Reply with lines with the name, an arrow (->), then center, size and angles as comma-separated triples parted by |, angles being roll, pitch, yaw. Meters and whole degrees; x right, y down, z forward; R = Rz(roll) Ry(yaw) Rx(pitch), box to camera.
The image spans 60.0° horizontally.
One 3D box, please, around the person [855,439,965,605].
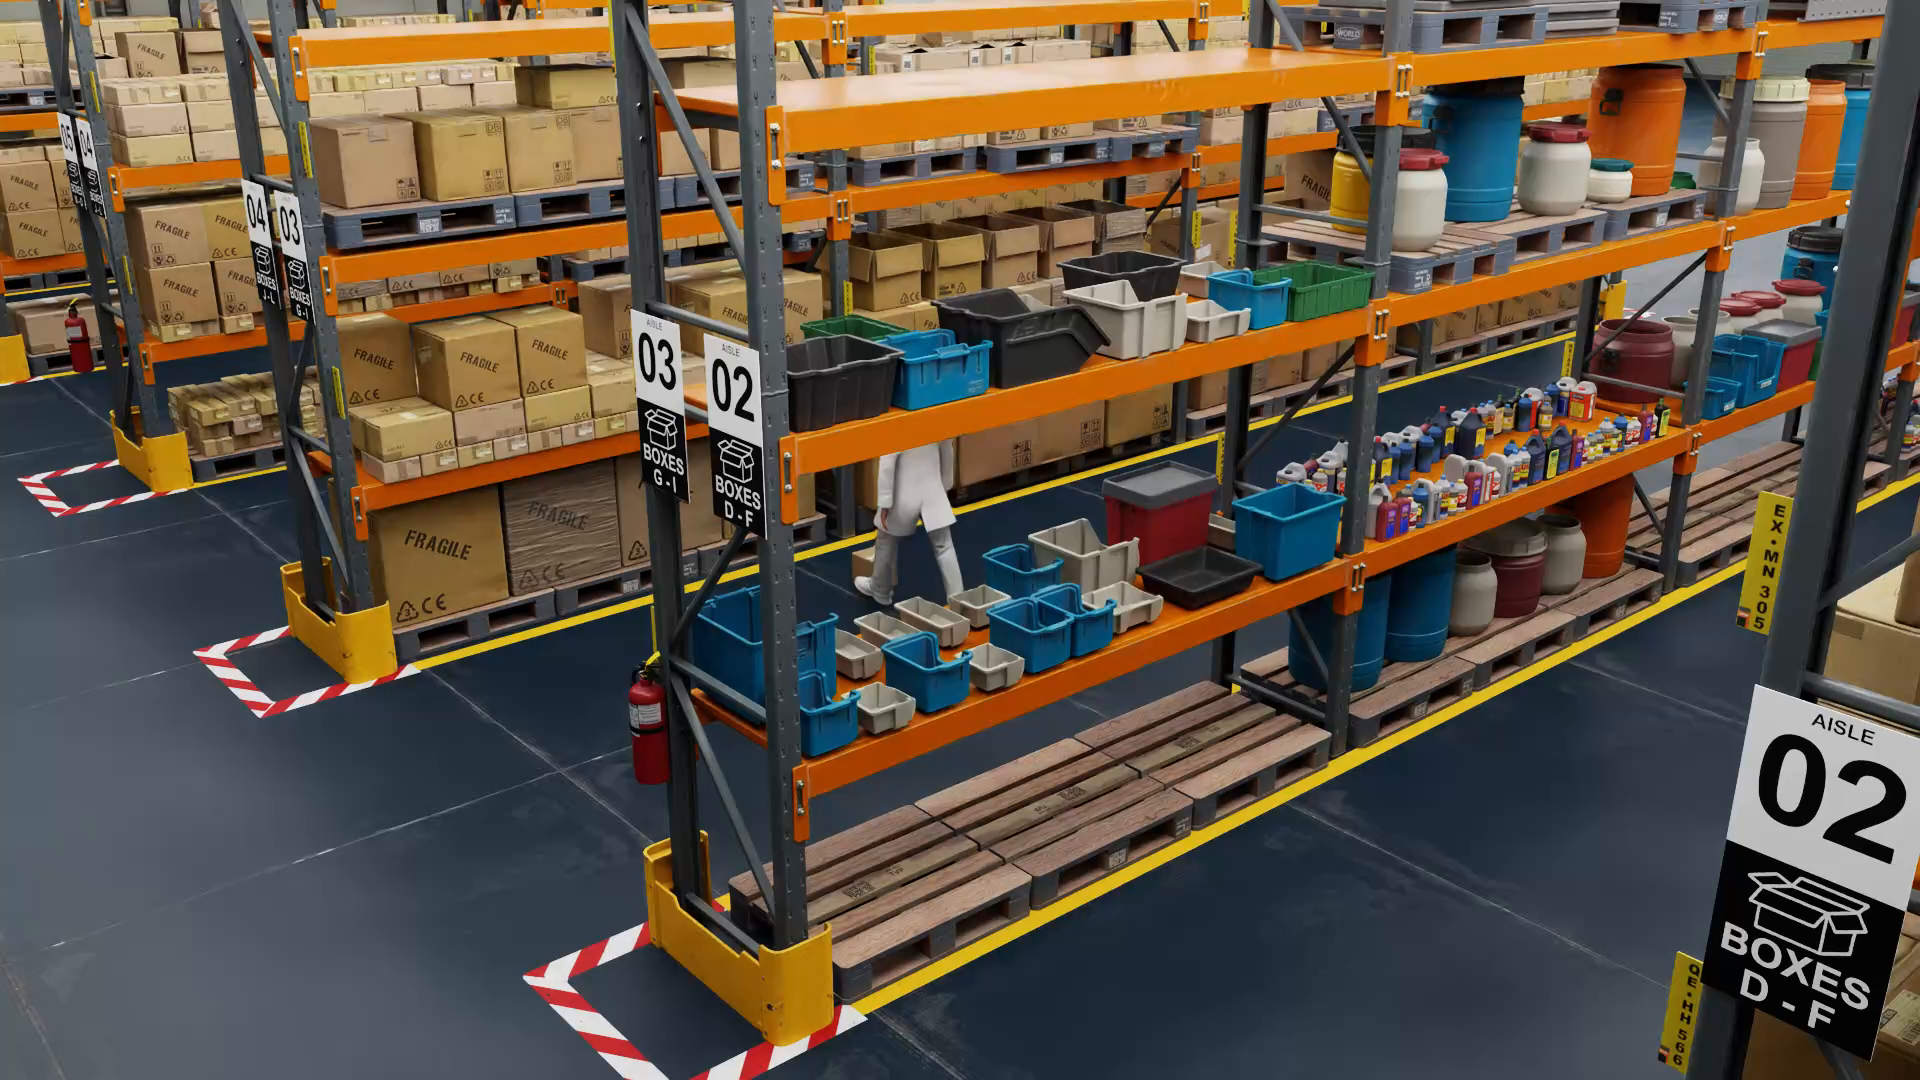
person -> -0.296, -0.307, 11.927 | 0.704, 1.744, 0.998 | -8, 22, -21
